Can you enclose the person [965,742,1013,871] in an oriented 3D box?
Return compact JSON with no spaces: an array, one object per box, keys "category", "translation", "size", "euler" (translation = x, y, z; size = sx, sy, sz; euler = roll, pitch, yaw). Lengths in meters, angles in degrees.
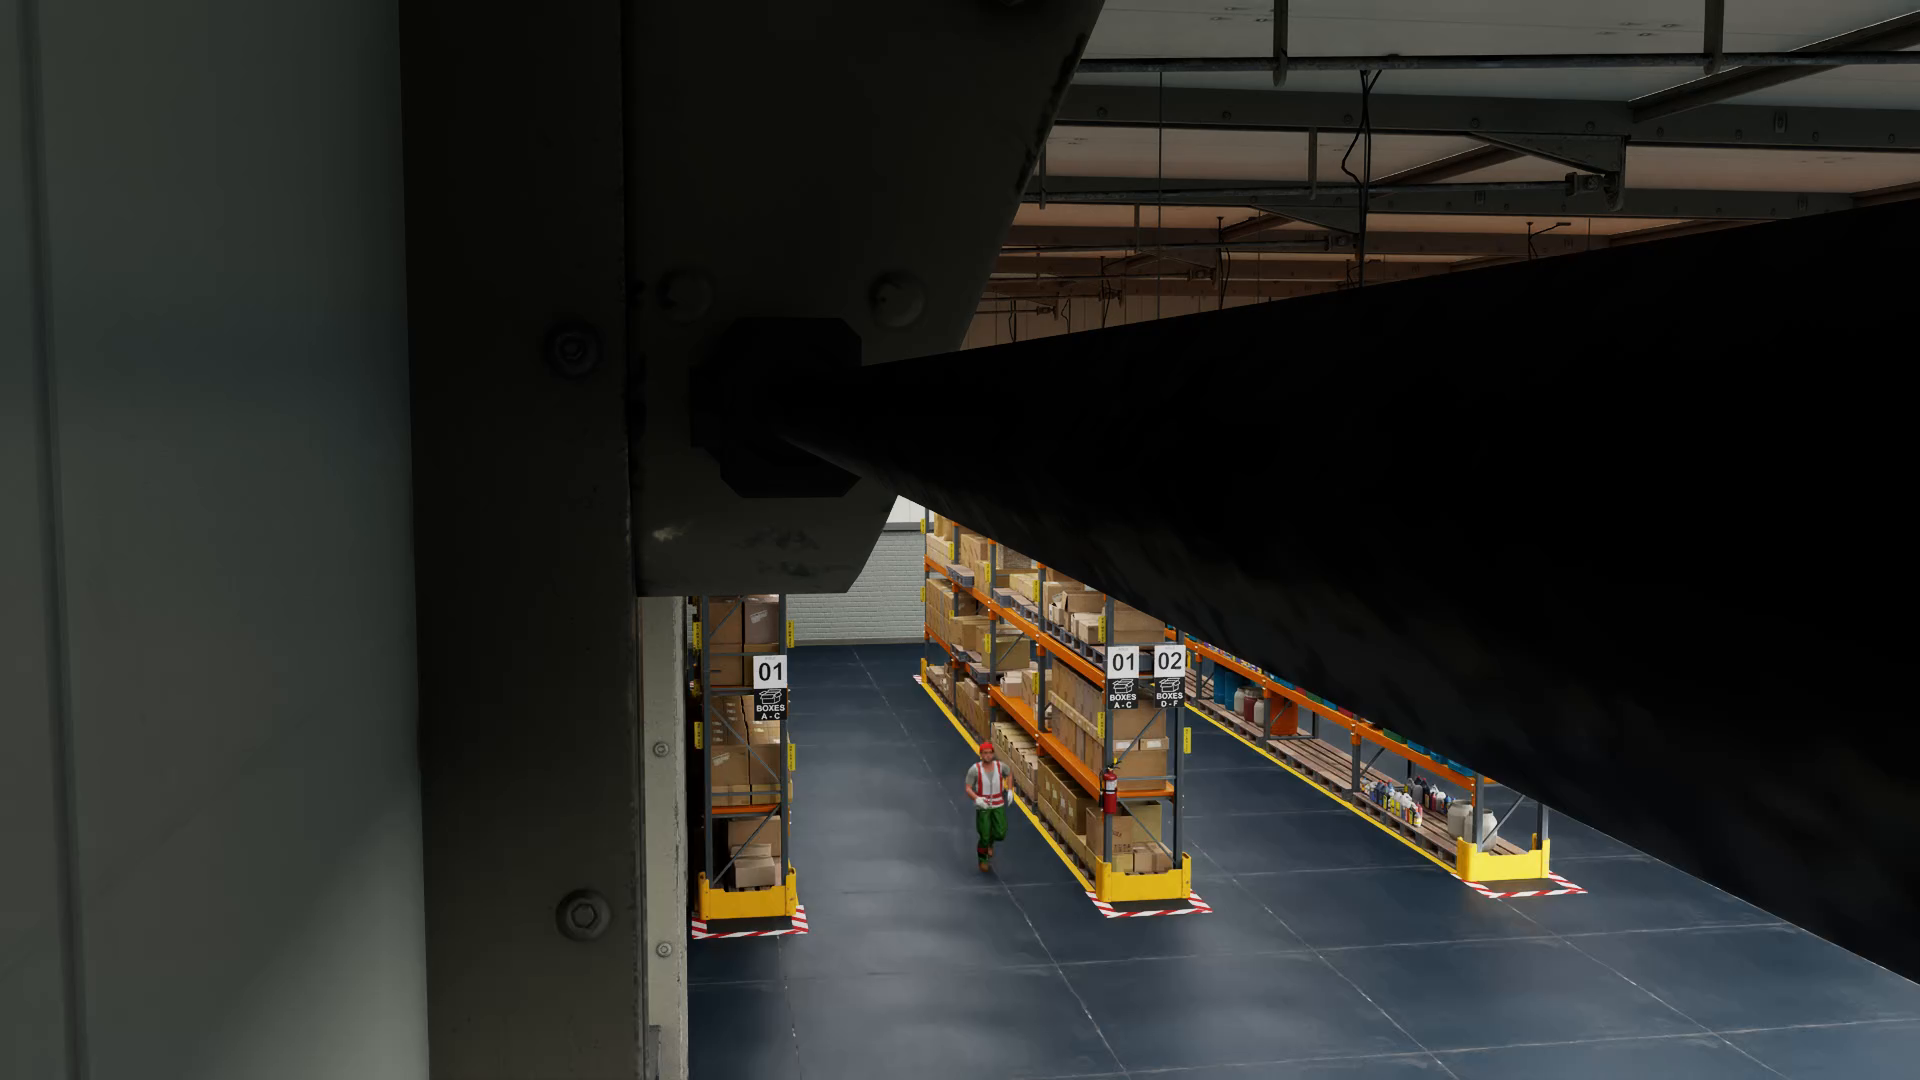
[{"category":"person","translation":[0.408,3.532,21.983],"size":[0.692,1.740,0.650],"euler":[-1,5,-12]}]
